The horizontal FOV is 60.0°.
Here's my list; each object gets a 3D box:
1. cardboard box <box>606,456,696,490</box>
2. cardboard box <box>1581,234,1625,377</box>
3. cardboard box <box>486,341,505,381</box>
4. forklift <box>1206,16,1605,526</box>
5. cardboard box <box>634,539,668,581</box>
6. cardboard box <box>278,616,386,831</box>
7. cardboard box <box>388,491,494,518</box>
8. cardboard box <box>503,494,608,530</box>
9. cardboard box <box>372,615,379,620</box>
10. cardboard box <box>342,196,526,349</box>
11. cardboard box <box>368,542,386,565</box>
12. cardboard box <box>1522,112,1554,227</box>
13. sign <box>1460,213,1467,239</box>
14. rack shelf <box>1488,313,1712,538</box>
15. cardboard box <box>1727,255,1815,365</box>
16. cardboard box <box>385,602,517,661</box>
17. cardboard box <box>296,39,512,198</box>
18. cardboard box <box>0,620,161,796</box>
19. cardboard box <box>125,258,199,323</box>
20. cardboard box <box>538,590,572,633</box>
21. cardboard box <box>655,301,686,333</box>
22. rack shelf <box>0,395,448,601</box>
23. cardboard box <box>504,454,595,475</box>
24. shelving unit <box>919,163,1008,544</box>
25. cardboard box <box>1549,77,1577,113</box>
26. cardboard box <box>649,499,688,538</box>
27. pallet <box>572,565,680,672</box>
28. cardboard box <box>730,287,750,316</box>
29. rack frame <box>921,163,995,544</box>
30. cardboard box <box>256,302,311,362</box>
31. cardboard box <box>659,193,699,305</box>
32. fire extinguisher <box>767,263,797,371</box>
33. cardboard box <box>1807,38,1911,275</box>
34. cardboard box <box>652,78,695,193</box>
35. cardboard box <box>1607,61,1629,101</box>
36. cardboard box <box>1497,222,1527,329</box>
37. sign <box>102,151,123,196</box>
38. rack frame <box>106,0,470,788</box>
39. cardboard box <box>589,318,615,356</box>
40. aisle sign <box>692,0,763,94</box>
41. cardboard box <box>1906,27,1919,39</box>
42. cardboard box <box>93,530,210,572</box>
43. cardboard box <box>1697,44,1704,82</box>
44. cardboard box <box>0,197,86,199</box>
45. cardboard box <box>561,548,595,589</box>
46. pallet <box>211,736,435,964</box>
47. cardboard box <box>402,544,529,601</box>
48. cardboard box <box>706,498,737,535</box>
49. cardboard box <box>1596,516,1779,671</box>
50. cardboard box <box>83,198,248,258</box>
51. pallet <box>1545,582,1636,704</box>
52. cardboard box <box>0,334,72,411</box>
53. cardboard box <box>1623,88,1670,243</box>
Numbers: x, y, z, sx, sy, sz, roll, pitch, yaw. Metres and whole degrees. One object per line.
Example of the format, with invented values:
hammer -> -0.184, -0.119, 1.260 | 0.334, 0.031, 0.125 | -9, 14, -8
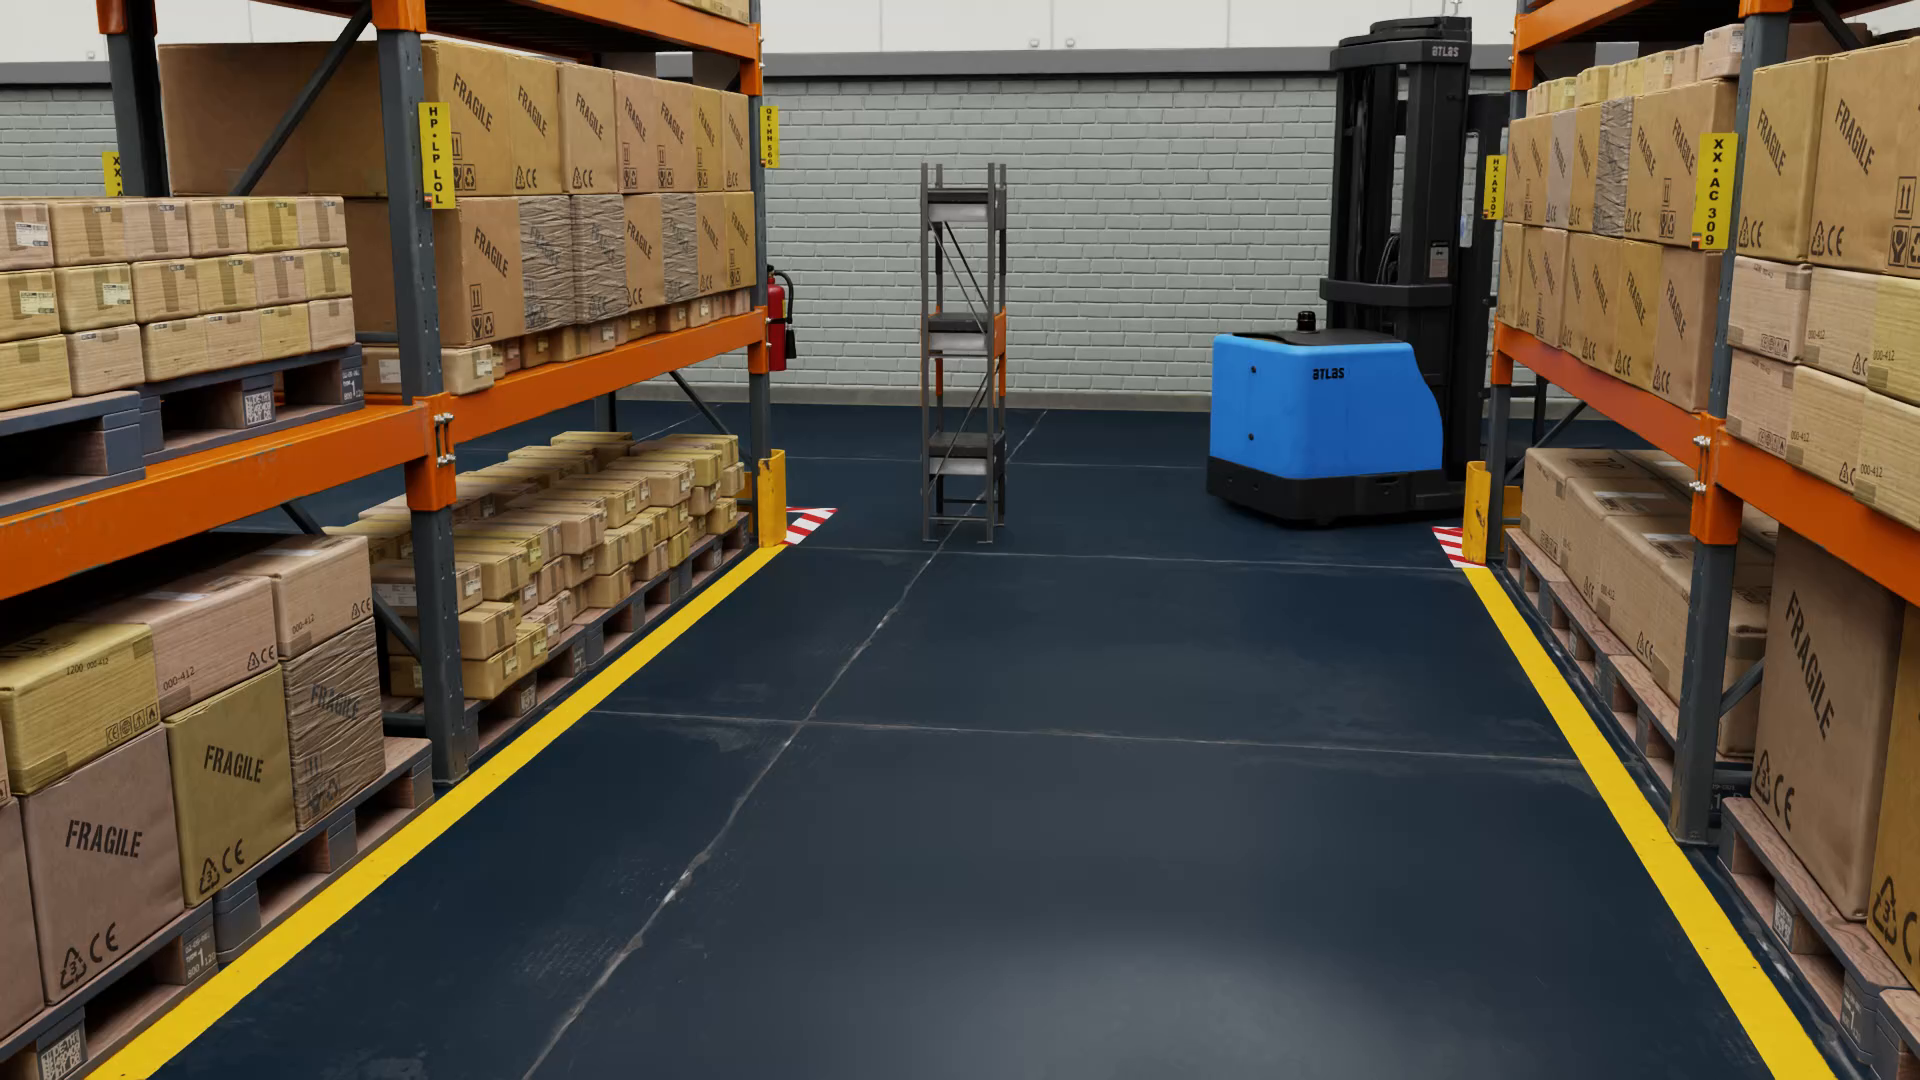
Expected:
cardboard box -> -1.523, -0.316, 8.198 | 0.380, 0.149, 0.250 | 1, 12, 6
cardboard box -> 2.667, -0.887, 6.250 | 0.500, 0.500, 0.500 | 2, 12, 8
cardboard box -> -1.861, -0.641, 5.946 | 0.380, 0.149, 0.250 | 2, 12, 10
forklift -> 3.132, -1.692, 10.385 | 3.031, 2.935, 1.130 | -5, 13, -21
cardboard box -> -1.584, 0.085, 7.751 | 0.380, 0.149, 0.250 | 2, 12, 10
cardboard box -> -2.060, 0.519, 4.901 | 0.500, 0.500, 0.500 | 2, 12, 8
cardboard box -> -2.269, -0.119, 7.282 | 0.380, 0.149, 0.250 | 1, 12, 7
cardboard box -> -1.748, -0.102, 7.203 | 0.380, 0.149, 0.250 | 1, 12, 6
cardboard box -> -2.431, 0.251, 6.275 | 0.380, 0.149, 0.250 | 1, 12, 6
cardboard box -> -1.869, -0.949, 5.833 | 0.500, 0.500, 0.500 | 2, 12, 8
cardboard box -> -2.397, 0.101, 6.264 | 0.380, 0.149, 0.250 | 2, 12, 9
cardboard box -> 2.899, -1.692, 7.615 | 0.500, 0.500, 0.500 | 2, 12, 7
sign -> 4.133, -2.674, 14.140 | 0.327, 0.218, 0.001 | 2, 12, 9
rack shelf -> 3.020, -0.585, 6.796 | 1.077, 0.370, 4.000 | 2, 12, 9
cardboard box -> 2.366, -0.609, 4.368 | 0.500, 0.250, 0.500 | 2, 12, 7
cardboard box -> -1.823, 0.318, 5.961 | 0.380, 0.149, 0.250 | 2, 12, 11
cardboard box -> -1.884, -1.429, 5.687 | 0.500, 0.500, 0.500 | 2, 12, 10
cardboard box -> -2.219, 0.371, 3.810 | 0.500, 0.250, 0.500 | 1, 12, 6
cardboard box -> -2.179, -0.635, 4.213 | 0.380, 0.149, 0.250 | 1, 12, 7
cardboard box -> -1.804, 0.300, 6.752 | 0.380, 0.149, 0.250 | 2, 12, 7
cardboard box -> -1.535, -1.082, 7.988 | 0.380, 0.149, 0.250 | 1, 12, 6
rack shelf -> -2.502, 0.108, 3.579 | 1.077, 0.370, 4.000 | 2, 12, 9
cardboard box -> -2.041, -0.333, 8.276 | 0.380, 0.149, 0.250 | 1, 12, 6
shelving unit -> 0.025, -1.061, 9.432 | 0.431, 2.100, 0.503 | 2, 12, 9
cardboard box -> 2.853, -1.980, 7.412 | 0.380, 0.149, 0.250 | 1, 12, 7
cardboard box -> -1.524, -0.114, 7.966 | 0.380, 0.149, 0.250 | 2, 12, 9
pallet -> -1.941, 0.308, 7.564 | 1.003, 0.211, 1.213 | 2, 12, 9
cardboard box -> -1.350, -1.293, 8.967 | 0.380, 0.149, 0.250 | 2, 12, 9
rack frame -> -0.012, -1.010, 9.196 | 0.400, 2.100, 0.015 | 2, 12, 9
cardboard box -> -2.099, -0.599, 4.752 | 0.380, 0.149, 0.250 | 2, 12, 9
cardboard box -> -1.547, -1.372, 7.796 | 0.500, 0.500, 0.500 | 2, 12, 9
fire extinguisher -> -1.085, -1.310, 9.520 | 0.296, 0.674, 0.183 | 2, 12, 9
cardboard box -> 2.309, -0.869, 3.795 | 0.500, 0.500, 0.500 | 2, 12, 8
cardboard box -> -1.553, -1.858, 7.679 | 0.500, 0.500, 0.500 | 3, 12, 12
cardboard box -> 2.727, -1.765, 6.414 | 0.380, 0.149, 0.250 | 2, 12, 9
cardboard box -> 2.970, -1.311, 8.221 | 0.500, 0.500, 0.500 | 2, 12, 8
sign -> -2.732, -1.099, 5.418 | 0.100, 0.325, 0.005 | 2, 12, 9
rack frame -> -2.195, -0.660, 5.435 | 1.000, 3.000, 0.127 | 2, 12, 9
cardboard box -> -1.673, -0.861, 6.965 | 0.380, 0.149, 0.250 | 2, 12, 11
aisle sign -> -1.272, -2.769, 9.050 | 0.394, 0.787, 0.004 | 2, 12, 9
cardboard box -> 3.017, -1.432, 4.870 | 0.380, 0.149, 0.250 | 2, 12, 8
cardboard box -> -2.569, 0.136, 4.901 | 0.500, 0.250, 0.500 | 1, 12, 6
cardboard box -> 2.641, -1.552, 5.427 | 0.380, 0.149, 0.250 | 2, 12, 9
cardboard box -> -2.746, -0.908, 4.772 | 0.380, 0.149, 0.250 | 2, 12, 10
cardboard box -> -1.761, 0.098, 6.982 | 0.380, 0.149, 0.250 | 2, 12, 11
pallet -> -2.313, 0.866, 4.976 | 1.003, 0.211, 1.213 | 2, 12, 9
cardboard box -> -1.836, 0.117, 6.187 | 0.380, 0.149, 0.250 | 3, 12, 11
cardboard box -> -1.394, -0.131, 8.751 | 0.380, 0.149, 0.250 | 2, 12, 10
cardboard box -> 3.052, 0.213, 6.469 | 0.875, 0.438, 0.875 | 2, 12, 7
cardboard box -> -2.146, -0.833, 4.428 | 0.380, 0.149, 0.250 | 1, 12, 7
pallet -> 3.092, 0.432, 6.986 | 1.003, 0.211, 1.213 | 2, 12, 9
cardboard box -> -2.257, -0.382, 3.745 | 0.380, 0.149, 0.250 | 2, 12, 11
cardboard box -> 2.598, -1.271, 5.658 | 0.500, 0.500, 0.500 | 2, 12, 8
